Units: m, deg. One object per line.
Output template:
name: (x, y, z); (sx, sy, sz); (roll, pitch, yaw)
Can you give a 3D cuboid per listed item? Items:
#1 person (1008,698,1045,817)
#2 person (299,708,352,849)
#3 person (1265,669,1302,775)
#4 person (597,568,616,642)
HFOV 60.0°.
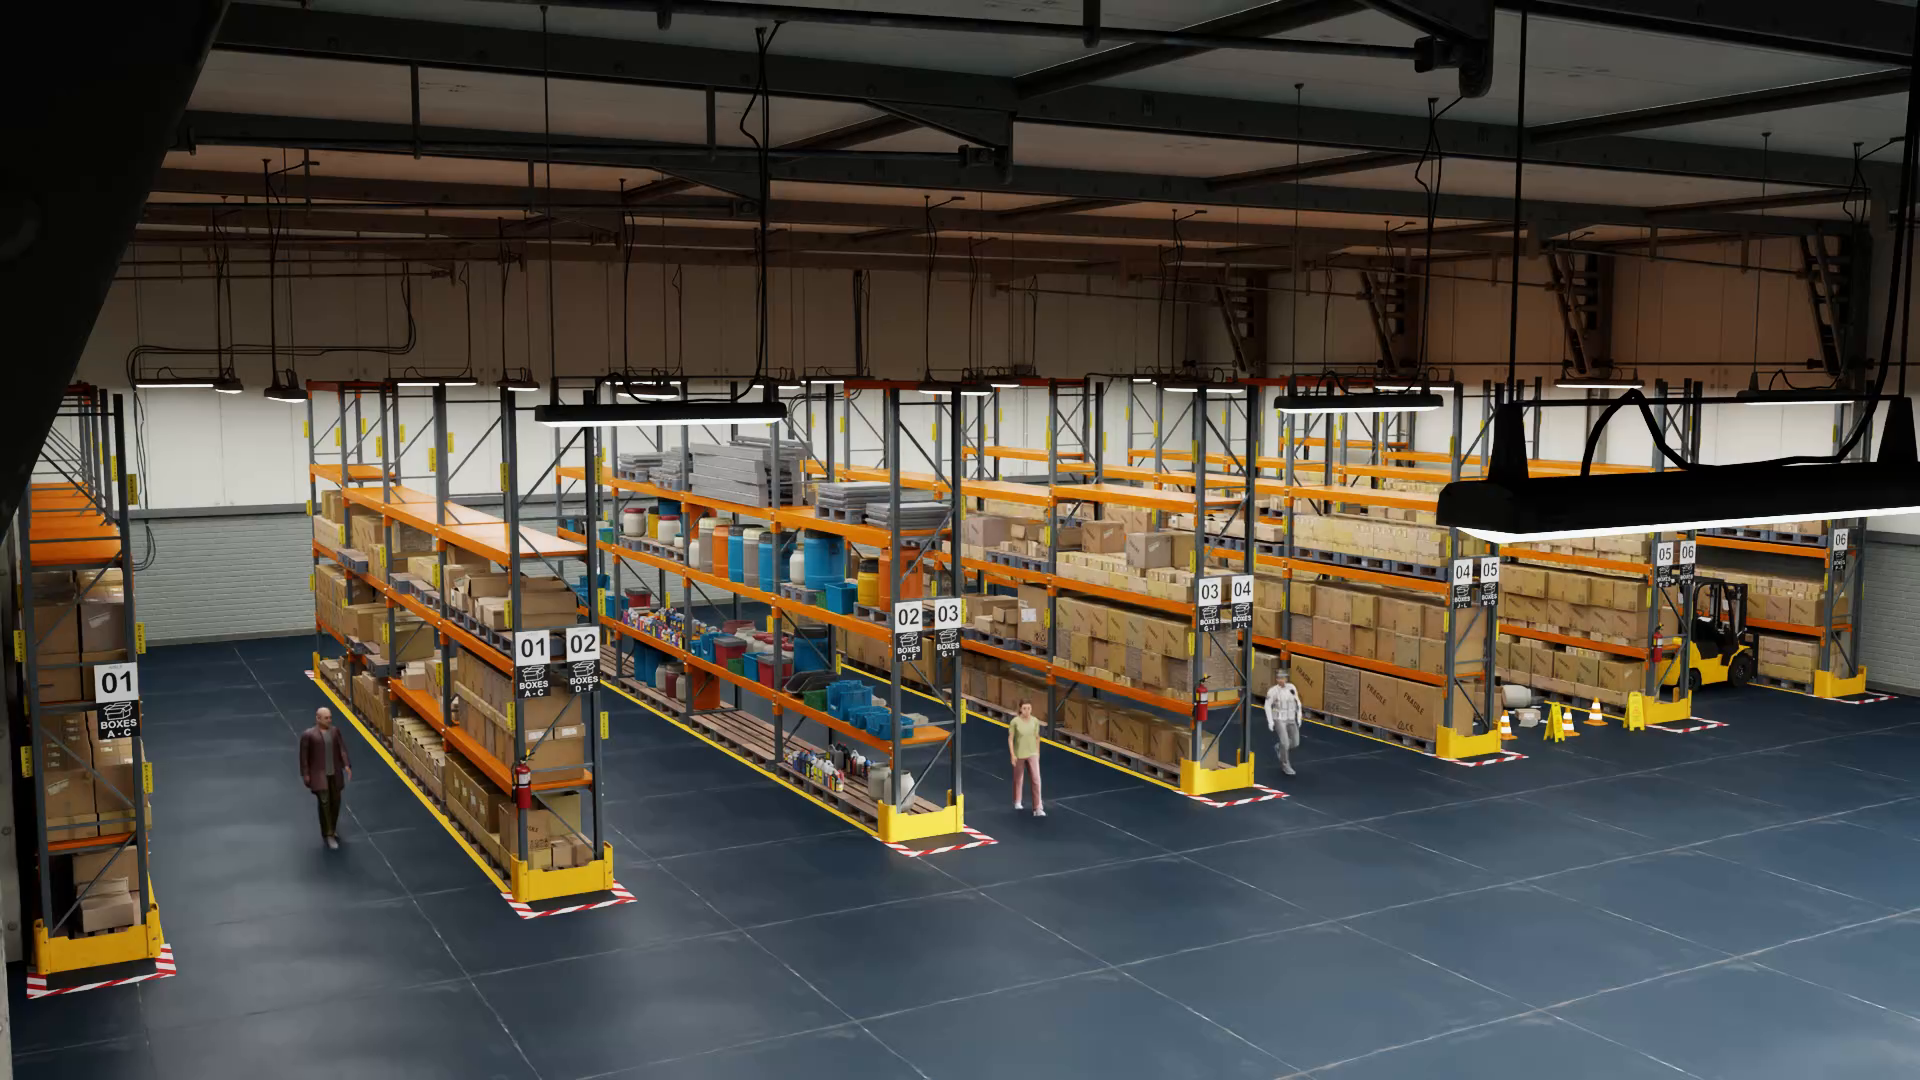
person: (0.912, 3.032, 23.309); (0.470, 1.633, 0.937); (0, 6, -5)
person: (-8.332, 3.133, 22.023); (0.775, 1.794, 0.595); (5, 8, 40)
person: (5.001, 2.784, 25.775); (0.549, 1.647, 0.575); (-2, 6, -15)
person: (-8.106, 1.481, 37.447); (0.914, 1.744, 0.554); (-5, 8, -39)
